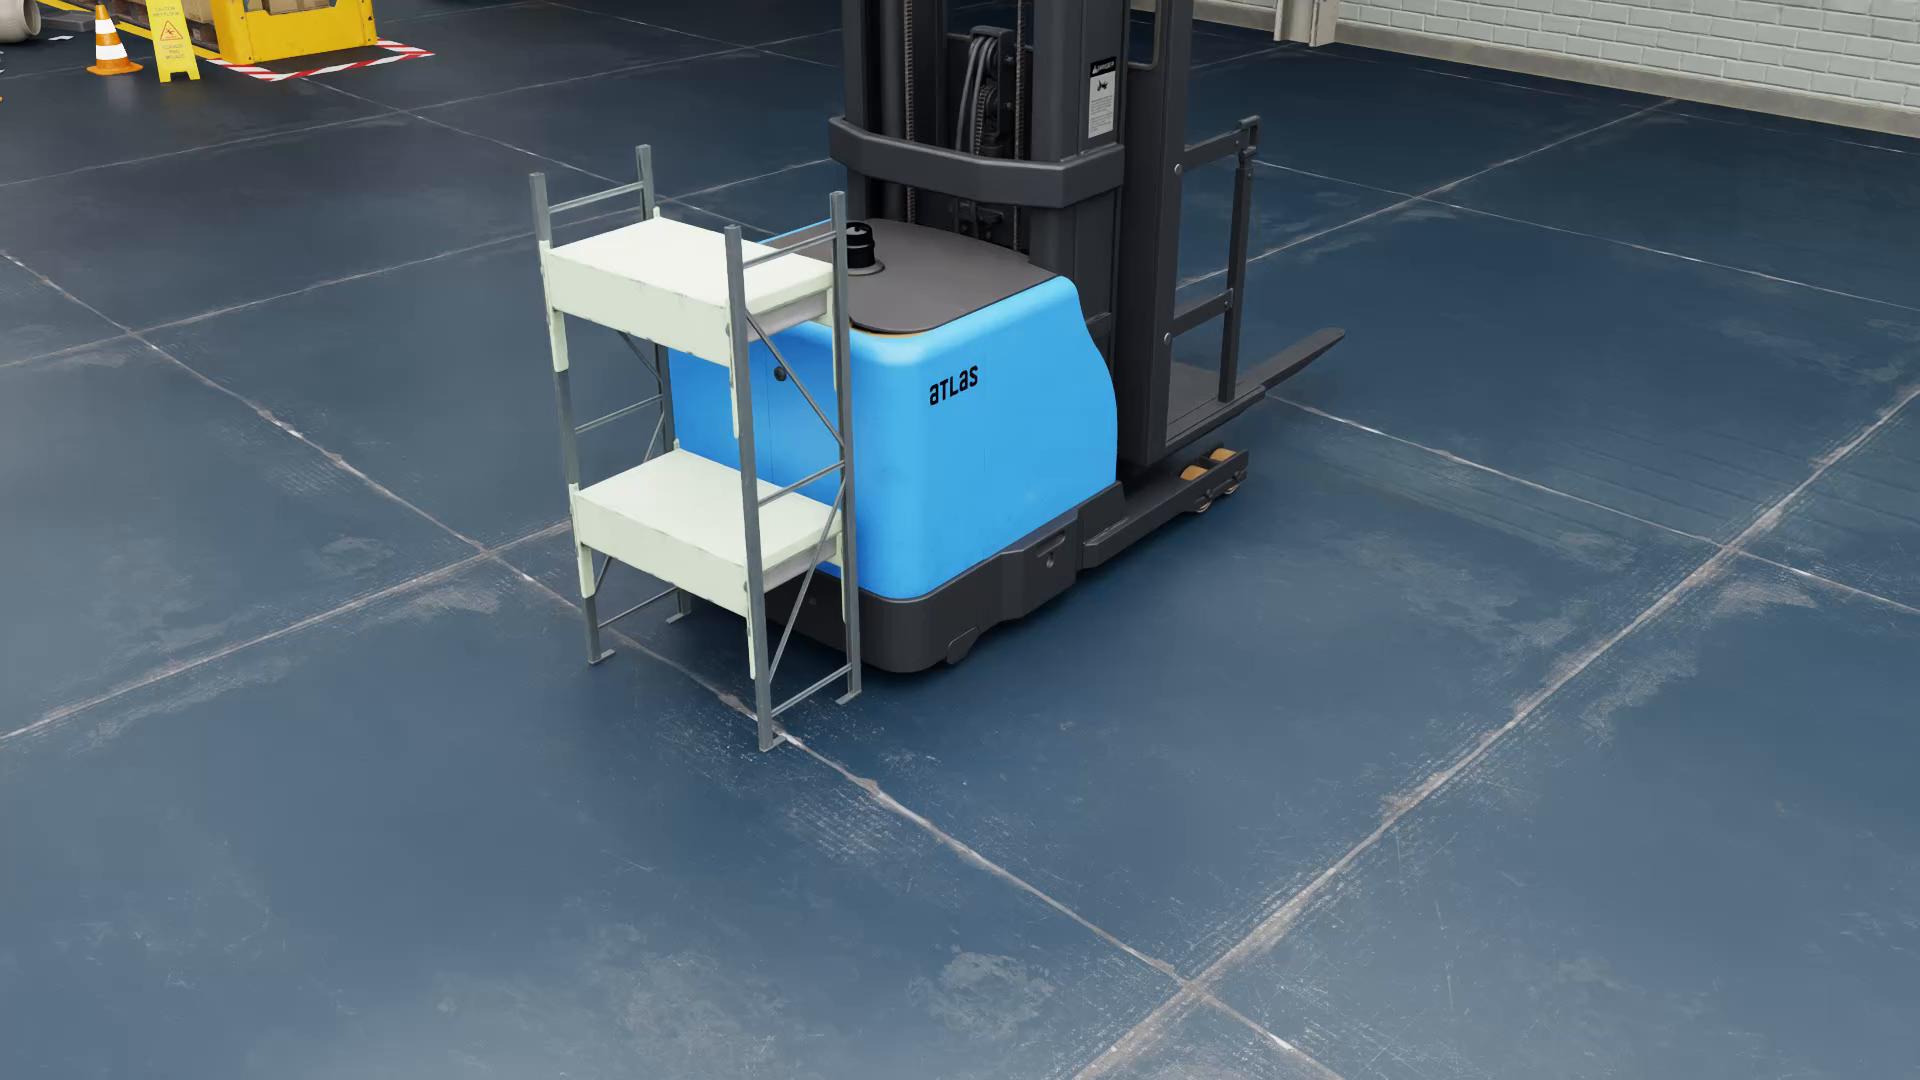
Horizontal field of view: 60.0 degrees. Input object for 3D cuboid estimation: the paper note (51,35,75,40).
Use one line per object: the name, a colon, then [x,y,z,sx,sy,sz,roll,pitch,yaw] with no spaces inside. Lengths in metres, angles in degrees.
paper note: [-7.270,-4.071,13.459,0.148,0.019,0.142,12,30,22]

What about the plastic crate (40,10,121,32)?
plastic crate: [-7.420,-4.366,13.968,0.583,0.080,0.402,12,30,22]

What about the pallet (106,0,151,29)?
pallet: [-6.587,-4.603,14.278,1.213,0.211,1.003,25,36,38]

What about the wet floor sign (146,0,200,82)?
wet floor sign: [-5.727,-3.679,12.053,0.267,0.644,0.232,-13,30,-22]

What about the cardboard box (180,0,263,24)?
cardboard box: [-5.895,-4.289,13.187,0.500,0.250,0.500,24,36,38]

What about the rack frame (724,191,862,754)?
rack frame: [-0.424,-0.145,4.414,0.023,1.500,0.400,21,34,34]

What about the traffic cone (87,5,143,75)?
traffic cone: [-6.323,-3.727,12.341,0.334,0.463,0.336,25,36,38]

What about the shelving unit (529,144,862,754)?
shelving unit: [-0.708,-0.252,4.618,0.755,1.500,0.431,21,34,34]

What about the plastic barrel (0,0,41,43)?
plastic barrel: [-7.647,-4.169,13.224,0.512,0.421,0.421,-3,28,-5]

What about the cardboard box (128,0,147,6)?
cardboard box: [-6.618,-4.622,13.820,0.500,0.250,0.500,23,35,37]

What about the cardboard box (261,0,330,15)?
cardboard box: [-5.494,-4.462,13.516,0.500,0.250,0.500,24,36,38]

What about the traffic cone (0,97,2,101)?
traffic cone: [-6.859,-3.248,11.430,0.334,0.463,0.336,25,36,38]

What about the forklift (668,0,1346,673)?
forklift: [0.398,-1.525,5.501,1.130,2.935,3.031,21,34,34]

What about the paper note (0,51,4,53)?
paper note: [-7.502,-3.812,12.989,0.123,0.001,0.032,25,36,38]

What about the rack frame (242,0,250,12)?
rack frame: [-5.112,-5.138,12.298,0.127,3.000,1.000,25,36,38]

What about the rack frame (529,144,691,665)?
rack frame: [-0.992,-0.360,4.823,0.023,1.500,0.400,21,34,34]

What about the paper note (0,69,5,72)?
paper note: [-7.182,-3.472,12.319,0.142,0.019,0.148,12,30,22]

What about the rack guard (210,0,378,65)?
rack guard: [-5.167,-4.056,12.927,0.348,0.500,1.175,25,36,38]

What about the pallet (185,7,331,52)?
pallet: [-5.721,-4.205,13.521,1.213,0.211,1.003,25,36,38]

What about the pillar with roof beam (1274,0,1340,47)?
pillar with roof beam: [-0.239,-6.582,8.598,0.400,9.000,9.100,25,36,38]

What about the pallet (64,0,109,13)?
pallet: [-7.461,-5.001,15.035,1.213,0.211,1.003,25,36,38]

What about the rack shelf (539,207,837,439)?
rack shelf: [-0.708,-0.598,4.437,0.720,0.370,0.431,21,34,34]

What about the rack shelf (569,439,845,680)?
rack shelf: [-0.708,0.036,4.770,0.720,0.370,0.431,21,34,34]
